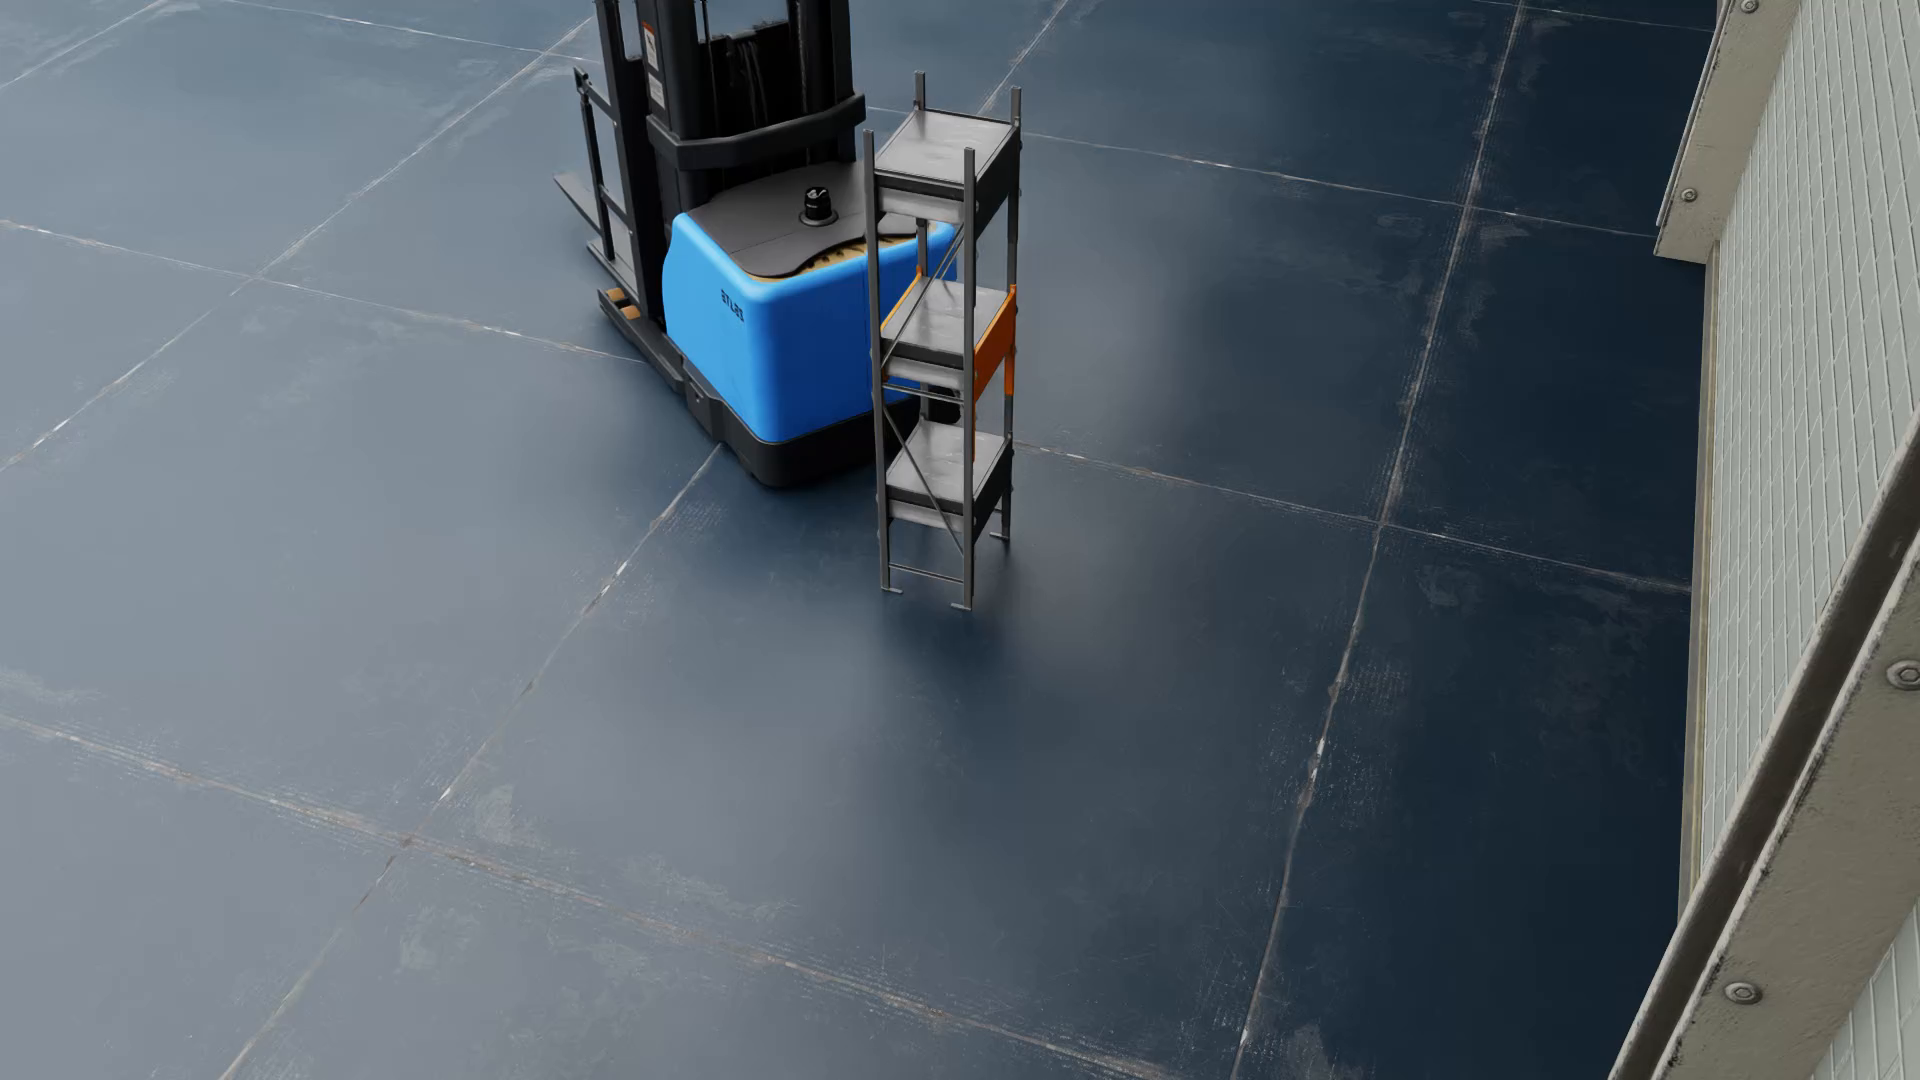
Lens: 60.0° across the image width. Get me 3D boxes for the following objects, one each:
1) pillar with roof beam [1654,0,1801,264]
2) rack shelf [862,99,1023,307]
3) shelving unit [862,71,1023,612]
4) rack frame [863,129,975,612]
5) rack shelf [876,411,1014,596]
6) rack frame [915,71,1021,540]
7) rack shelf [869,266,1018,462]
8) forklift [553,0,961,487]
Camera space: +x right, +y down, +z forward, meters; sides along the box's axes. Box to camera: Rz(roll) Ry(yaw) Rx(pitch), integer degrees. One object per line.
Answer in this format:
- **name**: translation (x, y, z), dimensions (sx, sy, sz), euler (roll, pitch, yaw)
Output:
- **pillar with roof beam**: translation (-0.049, -6.019, 7.372), dimensions (9.100, 9.000, 0.400), euler (13, 42, 15)
- **rack shelf**: translation (-0.057, -1.220, 6.005), dimensions (0.431, 0.518, 0.480), euler (13, 42, 15)
- **shelving unit**: translation (-0.057, -0.698, 6.450), dimensions (0.431, 2.100, 0.503), euler (13, 42, 15)
- **rack frame**: translation (-0.140, -0.549, 6.276), dimensions (0.400, 2.100, 0.015), euler (13, 42, 15)
- **rack shelf**: translation (-0.057, -0.155, 6.913), dimensions (0.431, 0.518, 0.480), euler (13, 42, 15)
- **rack frame**: translation (0.027, -0.847, 6.625), dimensions (0.400, 2.100, 0.015), euler (13, 42, 15)
- **rack shelf**: translation (-0.057, -0.687, 6.459), dimensions (0.431, 0.518, 0.480), euler (13, 42, 15)
- **forklift**: translation (-1.199, -2.284, 7.669), dimensions (1.130, 2.935, 3.031), euler (-22, 45, -24)
